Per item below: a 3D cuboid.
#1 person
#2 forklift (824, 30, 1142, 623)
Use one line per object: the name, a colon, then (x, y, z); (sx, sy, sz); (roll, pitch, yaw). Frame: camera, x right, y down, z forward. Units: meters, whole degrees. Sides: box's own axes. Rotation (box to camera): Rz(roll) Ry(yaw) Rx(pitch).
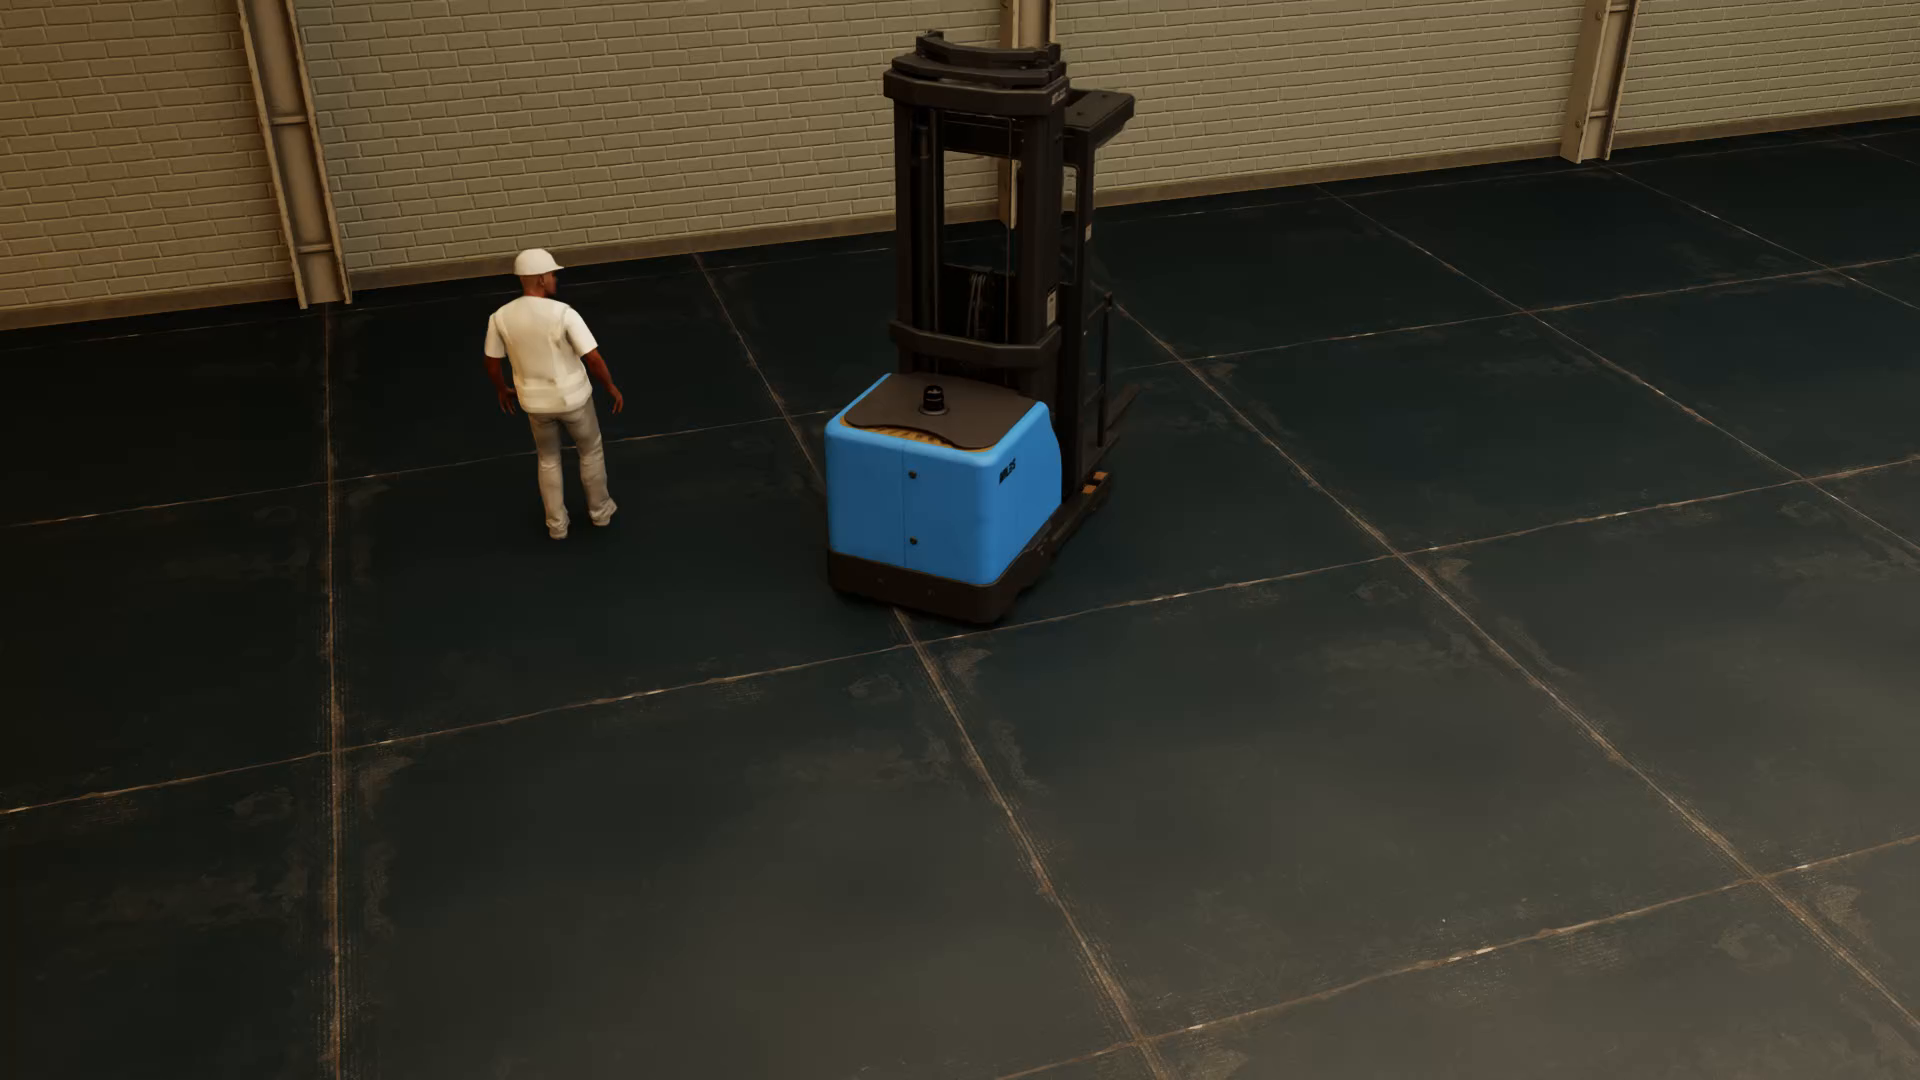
person: (-2.357, -0.868, 9.780); (0.774, 1.752, 0.498); (2, 30, 3)
forklift: (0.319, -1.529, 9.745); (1.130, 2.935, 3.031); (13, 32, 21)
